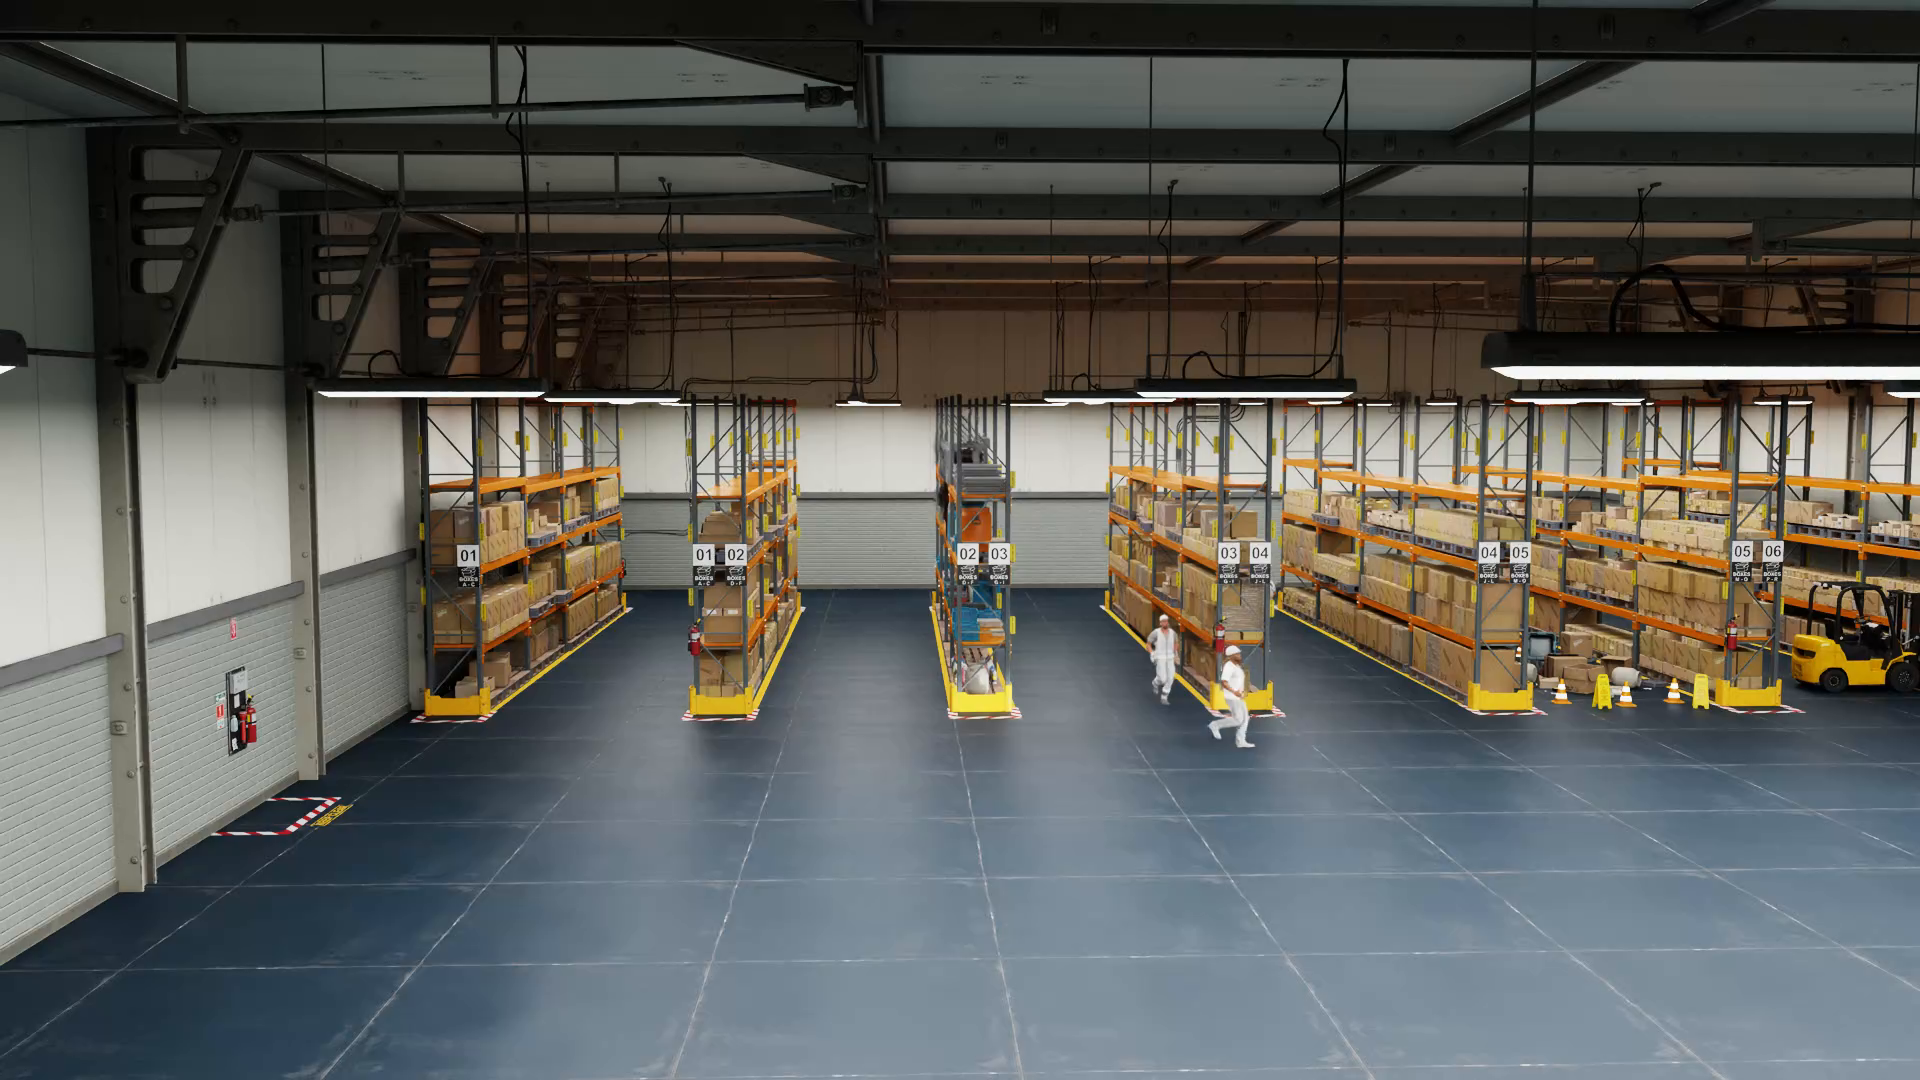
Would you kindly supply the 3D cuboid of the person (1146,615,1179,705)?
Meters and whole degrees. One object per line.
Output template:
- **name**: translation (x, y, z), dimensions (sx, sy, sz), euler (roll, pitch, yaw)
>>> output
- **person**: translation (3.964, 2.316, 32.346), dimensions (0.657, 1.743, 0.605), euler (-1, 5, -14)

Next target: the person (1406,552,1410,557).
- **person**: translation (13.267, 1.056, 49.317), dimensions (0.581, 1.557, 0.525), euler (0, 4, 0)

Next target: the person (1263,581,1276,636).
- **person**: translation (7.679, 1.608, 41.906), dimensions (0.611, 1.672, 0.755), euler (-1, 5, -8)

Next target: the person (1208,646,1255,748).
- **person**: translation (4.610, 2.649, 28.092), dimensions (0.787, 1.738, 0.720), euler (2, 5, 20)

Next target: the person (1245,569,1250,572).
- **person**: translation (7.965, 1.266, 46.545), dimensions (0.553, 1.591, 0.570), euler (1, 5, 10)
